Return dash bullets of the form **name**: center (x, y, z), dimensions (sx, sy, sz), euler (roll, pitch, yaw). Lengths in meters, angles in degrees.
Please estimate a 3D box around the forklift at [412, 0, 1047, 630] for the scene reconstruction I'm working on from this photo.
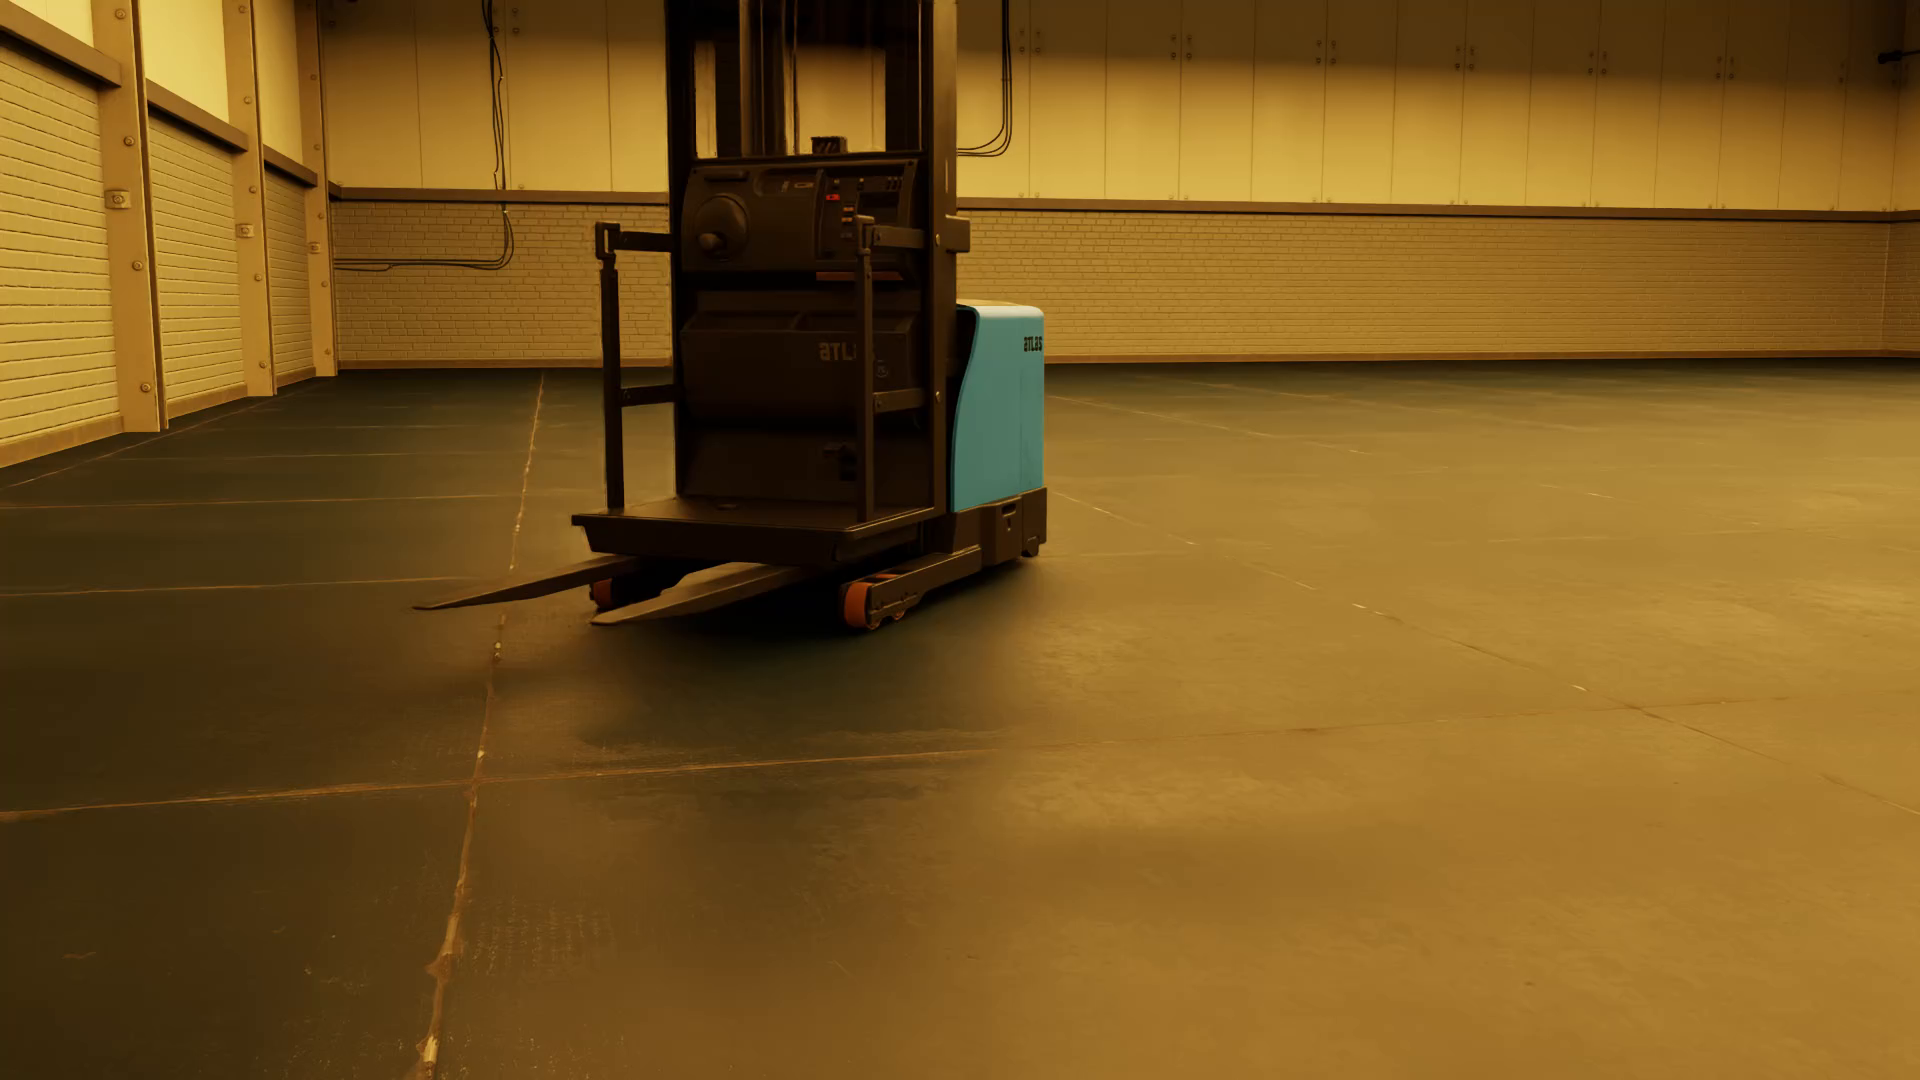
- **forklift**: center (-0.668, -1.216, 5.820), dimensions (1.130, 2.935, 3.031), euler (3, 9, 23)
